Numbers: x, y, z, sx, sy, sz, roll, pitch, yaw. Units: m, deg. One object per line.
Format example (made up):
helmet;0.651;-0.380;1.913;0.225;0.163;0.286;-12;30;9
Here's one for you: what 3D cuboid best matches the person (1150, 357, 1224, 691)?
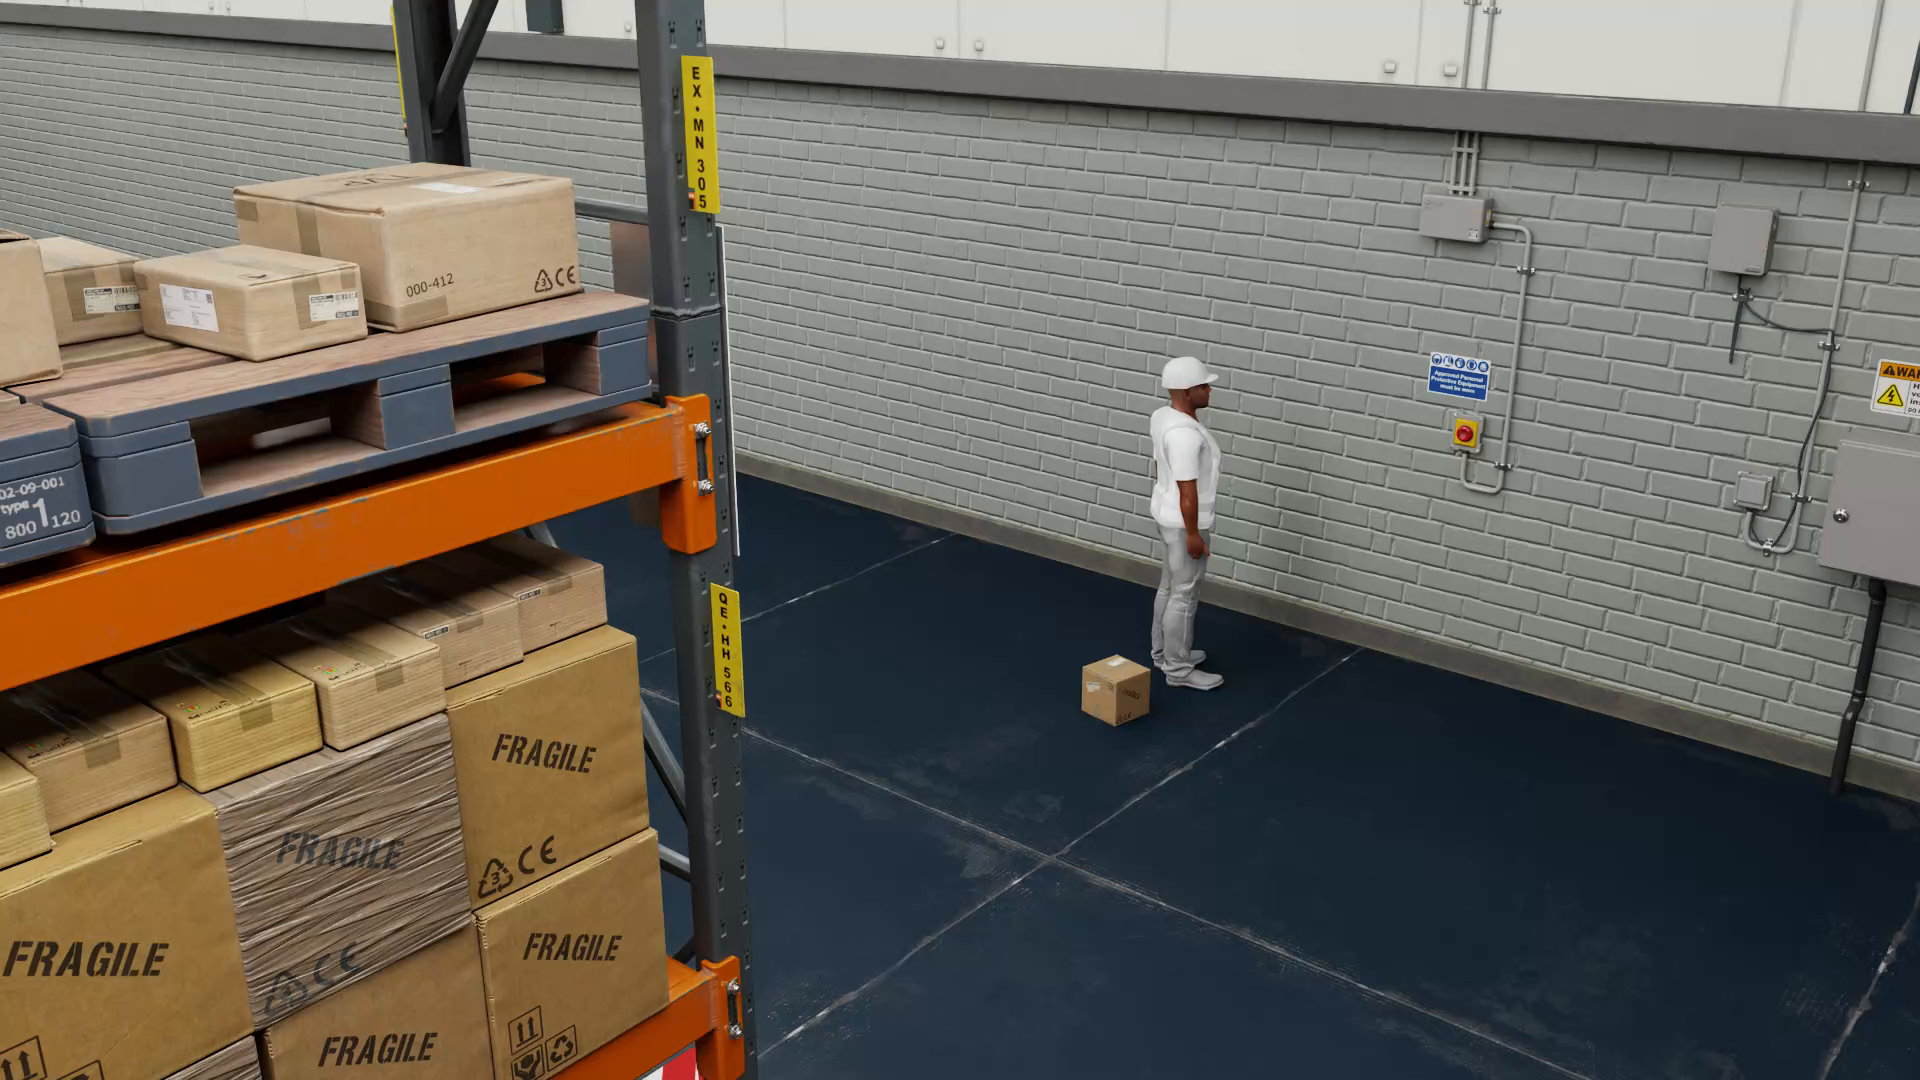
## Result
person;1.199;-0.105;8.822;0.385;1.770;0.545;-2;20;-7
